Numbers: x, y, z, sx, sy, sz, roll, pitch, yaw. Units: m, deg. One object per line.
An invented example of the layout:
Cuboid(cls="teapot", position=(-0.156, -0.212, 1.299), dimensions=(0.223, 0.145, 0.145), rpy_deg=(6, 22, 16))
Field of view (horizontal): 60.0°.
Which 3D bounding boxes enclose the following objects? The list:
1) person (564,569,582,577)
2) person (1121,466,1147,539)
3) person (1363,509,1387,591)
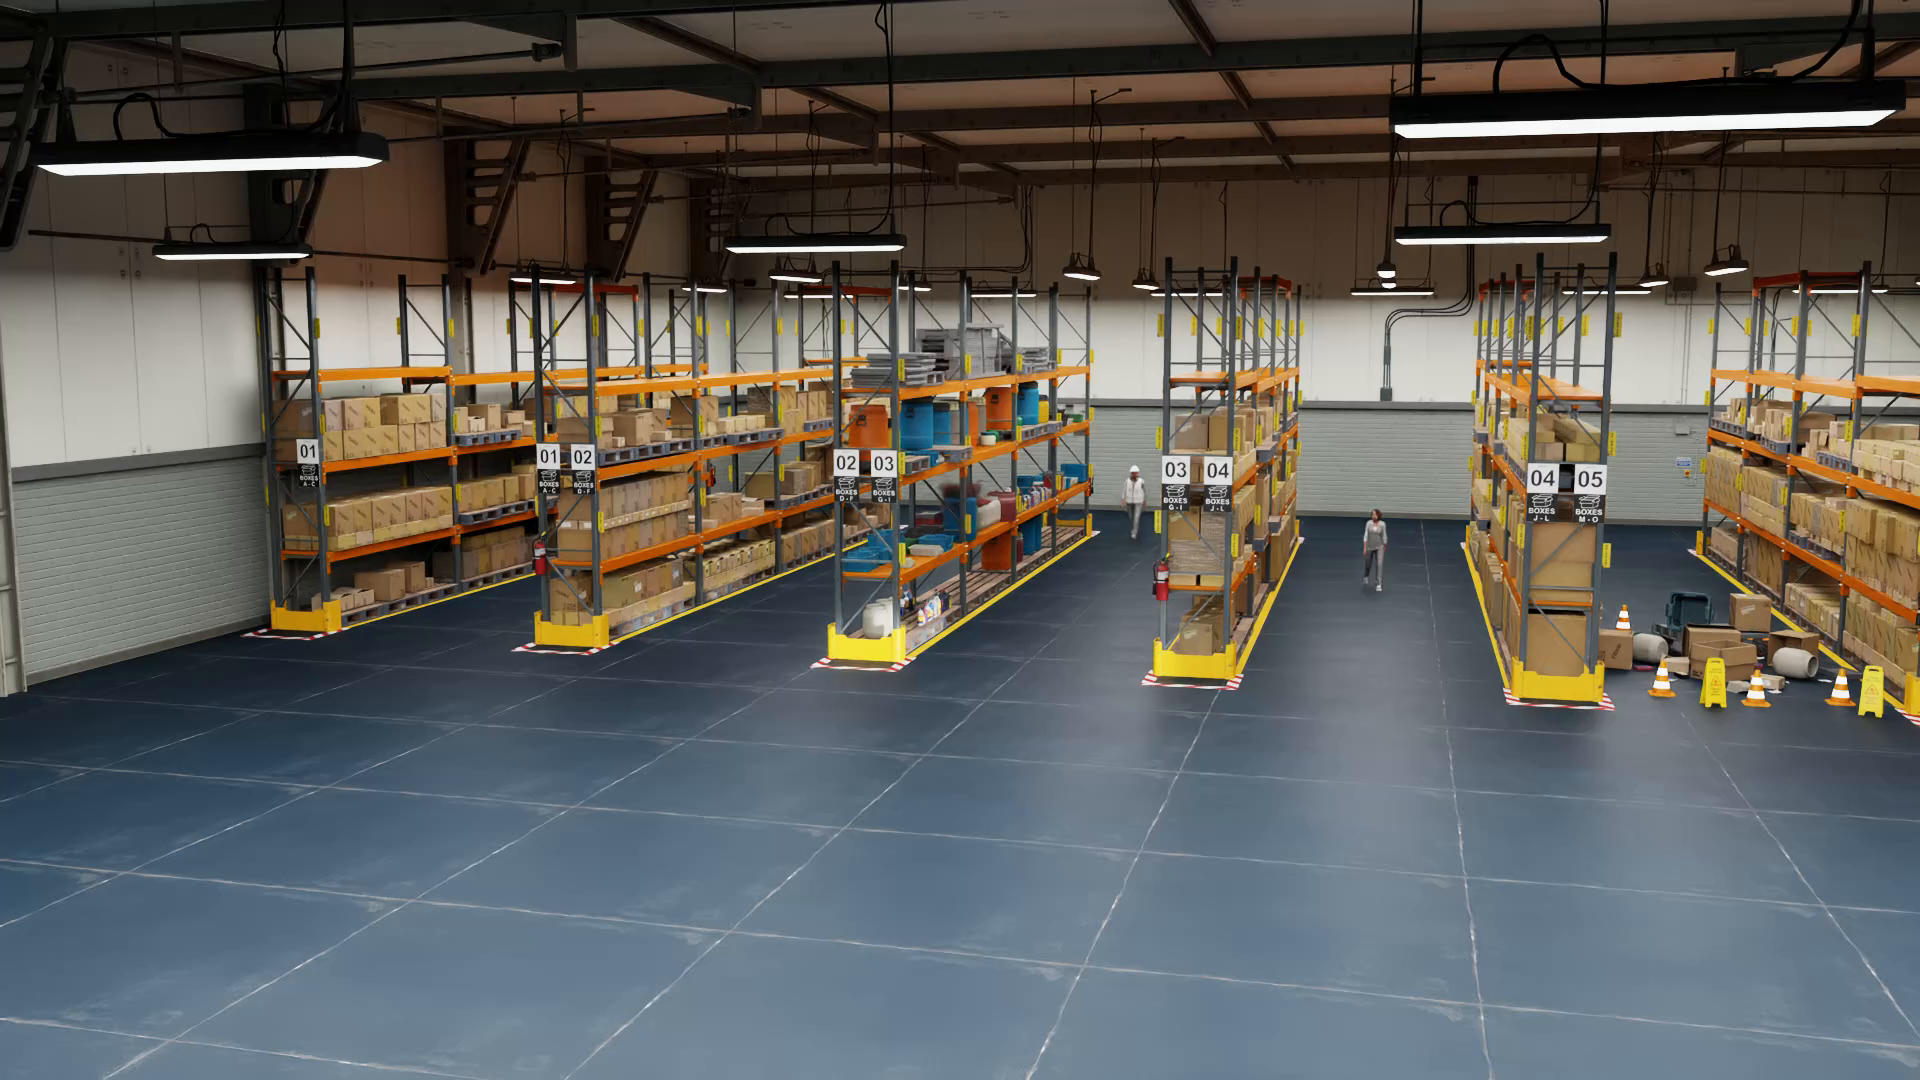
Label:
Cuboid(cls="person", position=(-6.965, 0.342, 30.198), dimensions=(0.626, 1.711, 0.636), rpy_deg=(0, 7, 2))
Cuboid(cls="person", position=(4.165, -0.922, 39.844), dimensions=(0.580, 1.713, 1.069), rpy_deg=(2, 8, 18))
Cuboid(cls="person", position=(7.983, 0.168, 31.983), dimensions=(0.454, 1.538, 0.888), rpy_deg=(1, 7, 6))
